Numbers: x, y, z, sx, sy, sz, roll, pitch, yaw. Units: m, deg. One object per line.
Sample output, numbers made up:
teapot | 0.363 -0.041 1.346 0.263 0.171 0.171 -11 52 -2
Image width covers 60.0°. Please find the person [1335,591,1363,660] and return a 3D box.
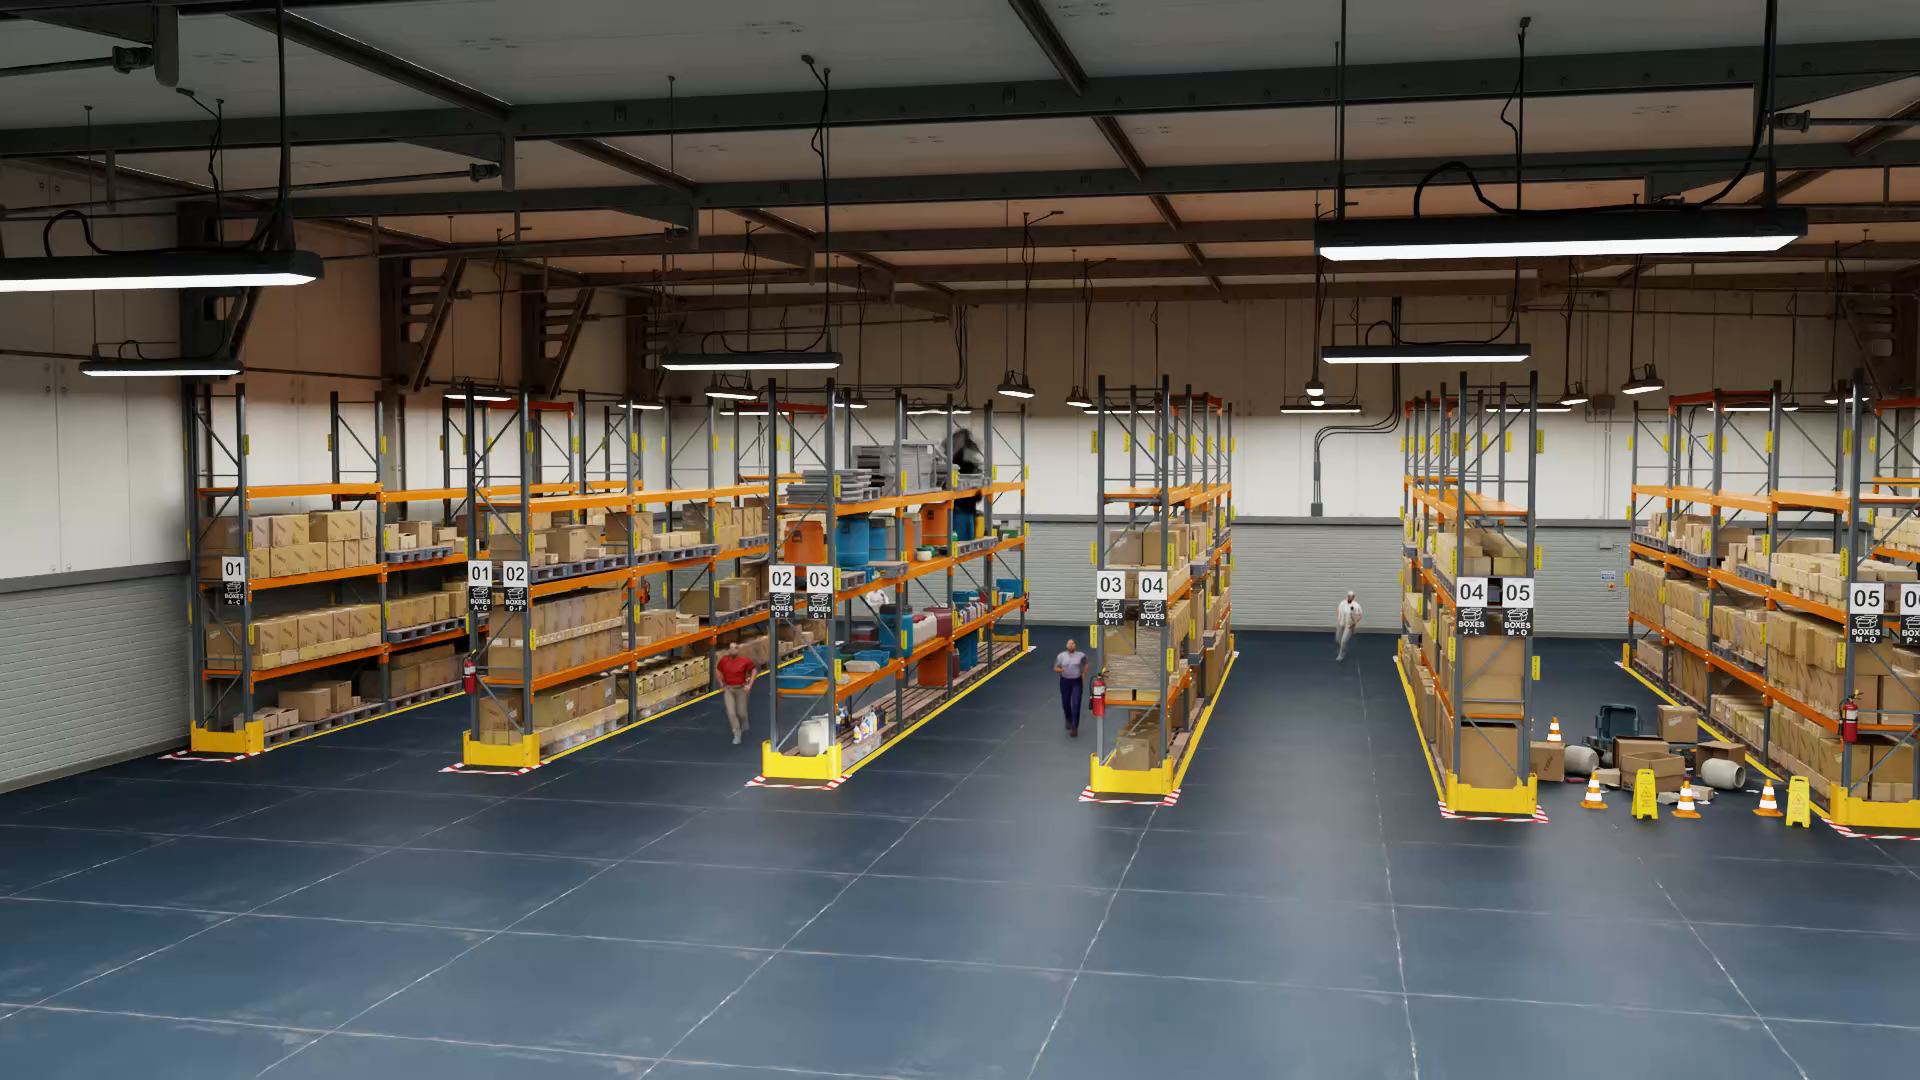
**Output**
person | 9.063 1.996 38.782 0.679 1.628 0.545 2 4 34

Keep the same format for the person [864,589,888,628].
person | -2.068 1.821 41.205 0.633 1.668 0.886 -1 3 -14

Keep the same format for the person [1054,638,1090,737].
person | 1.916 2.508 28.668 0.602 1.645 0.913 0 3 8

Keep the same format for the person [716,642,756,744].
person | -3.792 2.562 28.140 0.684 1.696 0.623 0 3 5
